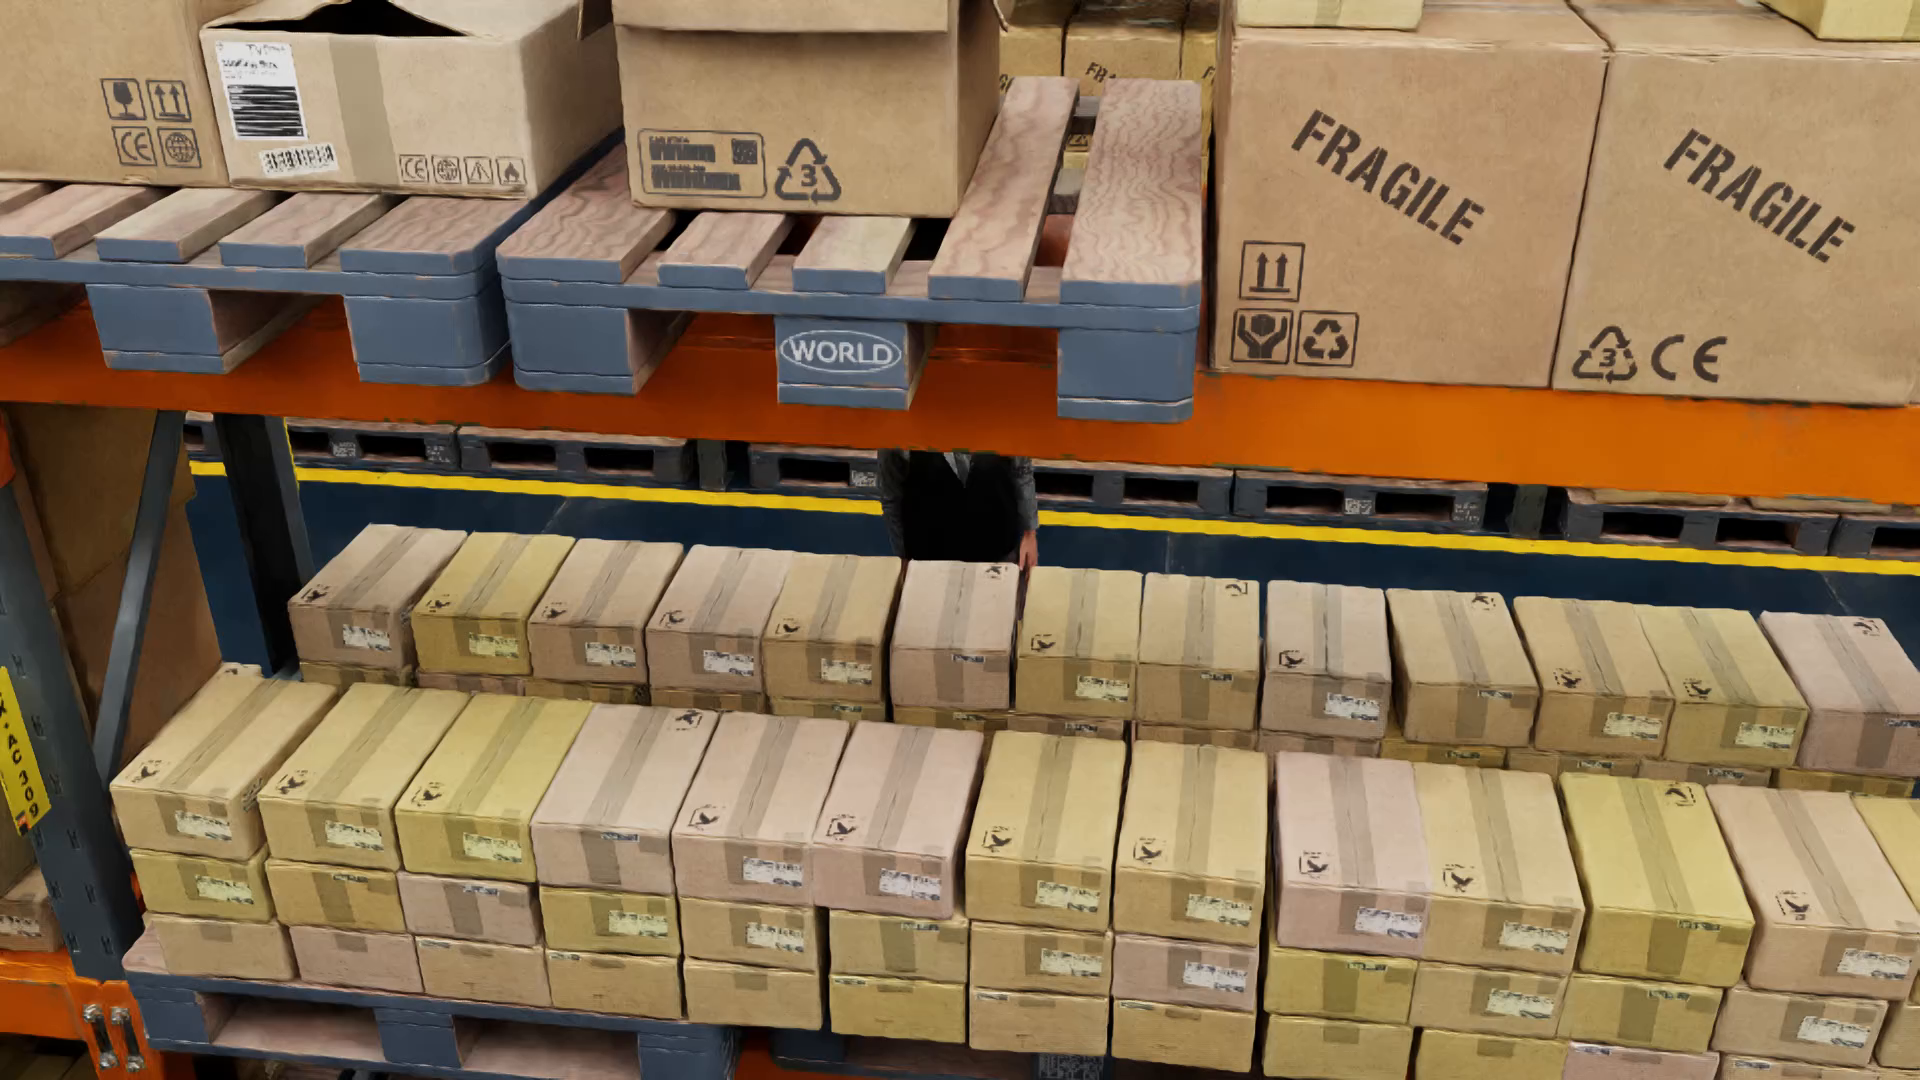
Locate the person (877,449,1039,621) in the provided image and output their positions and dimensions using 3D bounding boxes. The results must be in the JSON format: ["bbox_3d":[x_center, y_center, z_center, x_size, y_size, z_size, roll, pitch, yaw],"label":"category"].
[{"bbox_3d":[-0.013,0.035,6.112,0.585,1.700,0.660,-9,29,-16],"label":"person"}]
